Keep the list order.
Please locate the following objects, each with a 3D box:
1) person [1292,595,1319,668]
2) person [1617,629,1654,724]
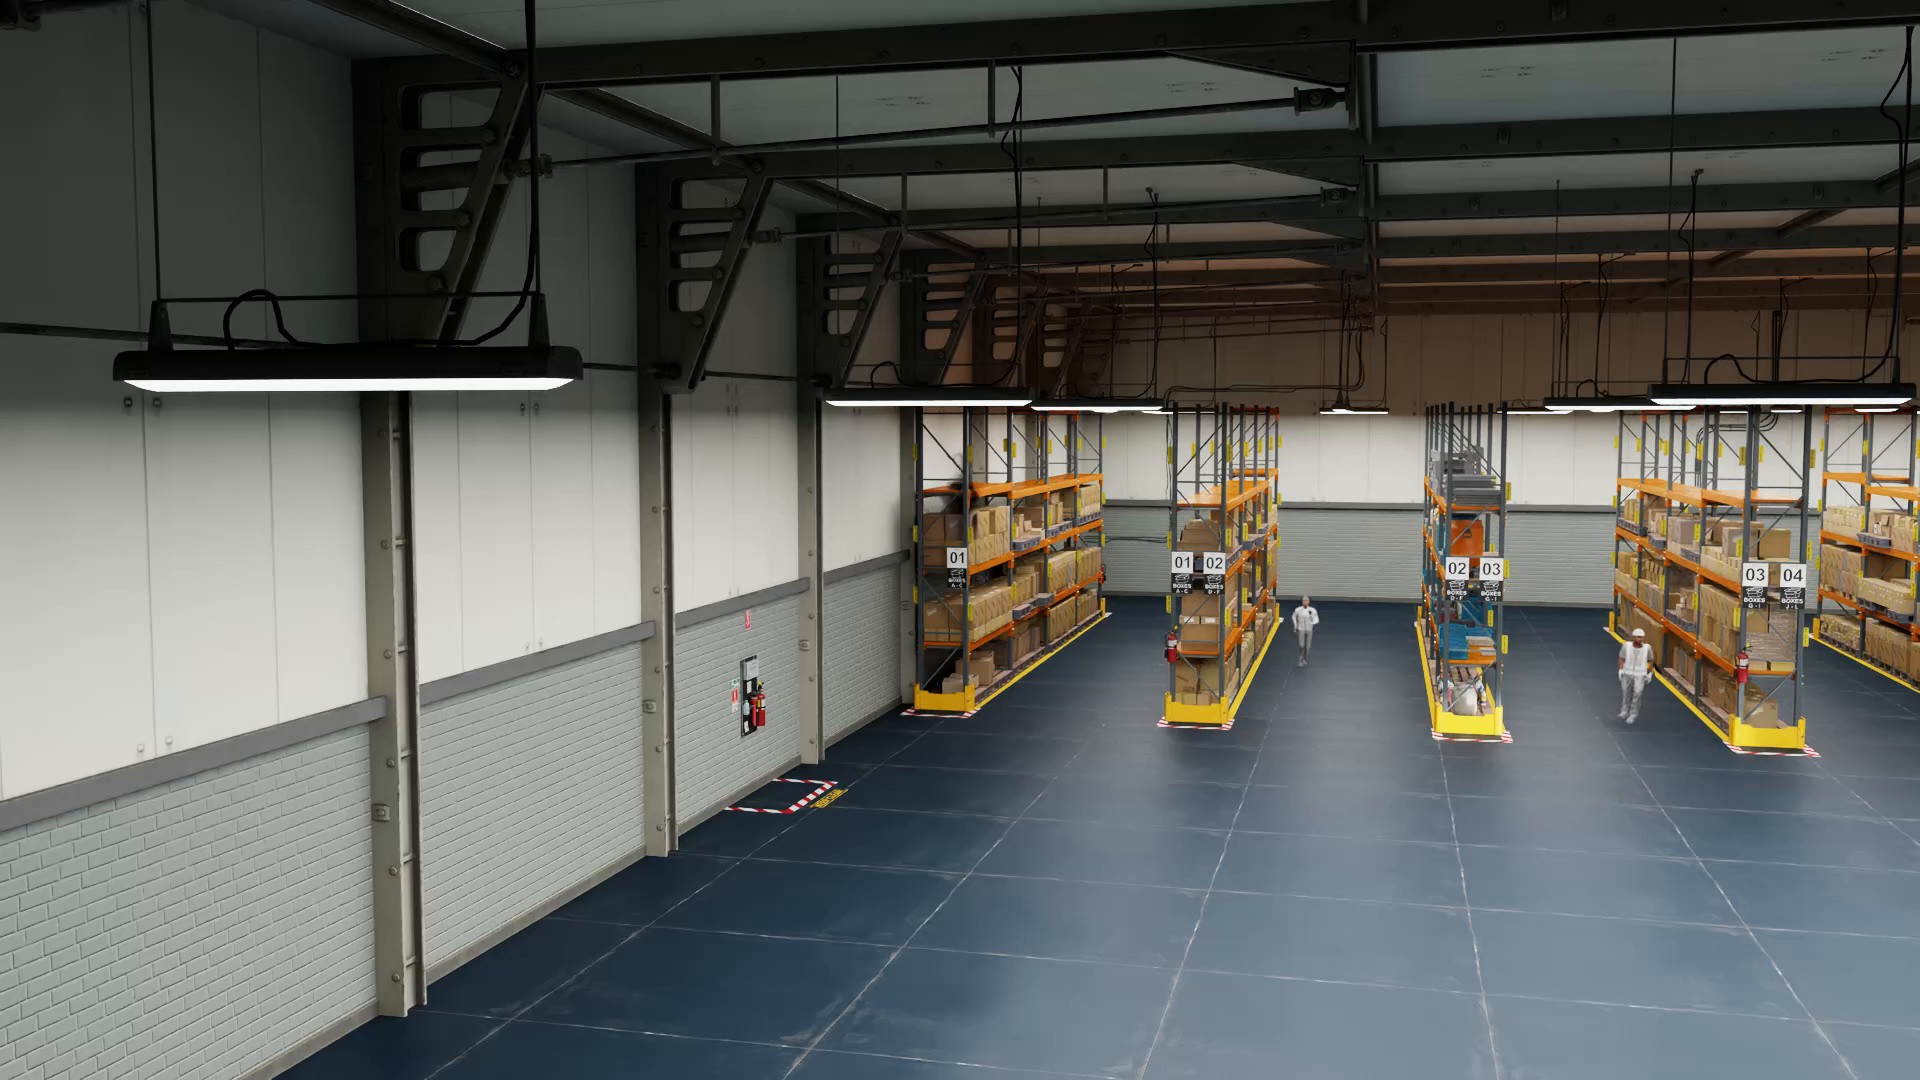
[{"bbox_3d":[7.875,2.077,37.896,0.578,1.678,0.653,1,4,7],"label":"person"},{"bbox_3d":[12.621,2.520,31.106,0.617,1.746,0.727,3,5,31],"label":"person"}]
